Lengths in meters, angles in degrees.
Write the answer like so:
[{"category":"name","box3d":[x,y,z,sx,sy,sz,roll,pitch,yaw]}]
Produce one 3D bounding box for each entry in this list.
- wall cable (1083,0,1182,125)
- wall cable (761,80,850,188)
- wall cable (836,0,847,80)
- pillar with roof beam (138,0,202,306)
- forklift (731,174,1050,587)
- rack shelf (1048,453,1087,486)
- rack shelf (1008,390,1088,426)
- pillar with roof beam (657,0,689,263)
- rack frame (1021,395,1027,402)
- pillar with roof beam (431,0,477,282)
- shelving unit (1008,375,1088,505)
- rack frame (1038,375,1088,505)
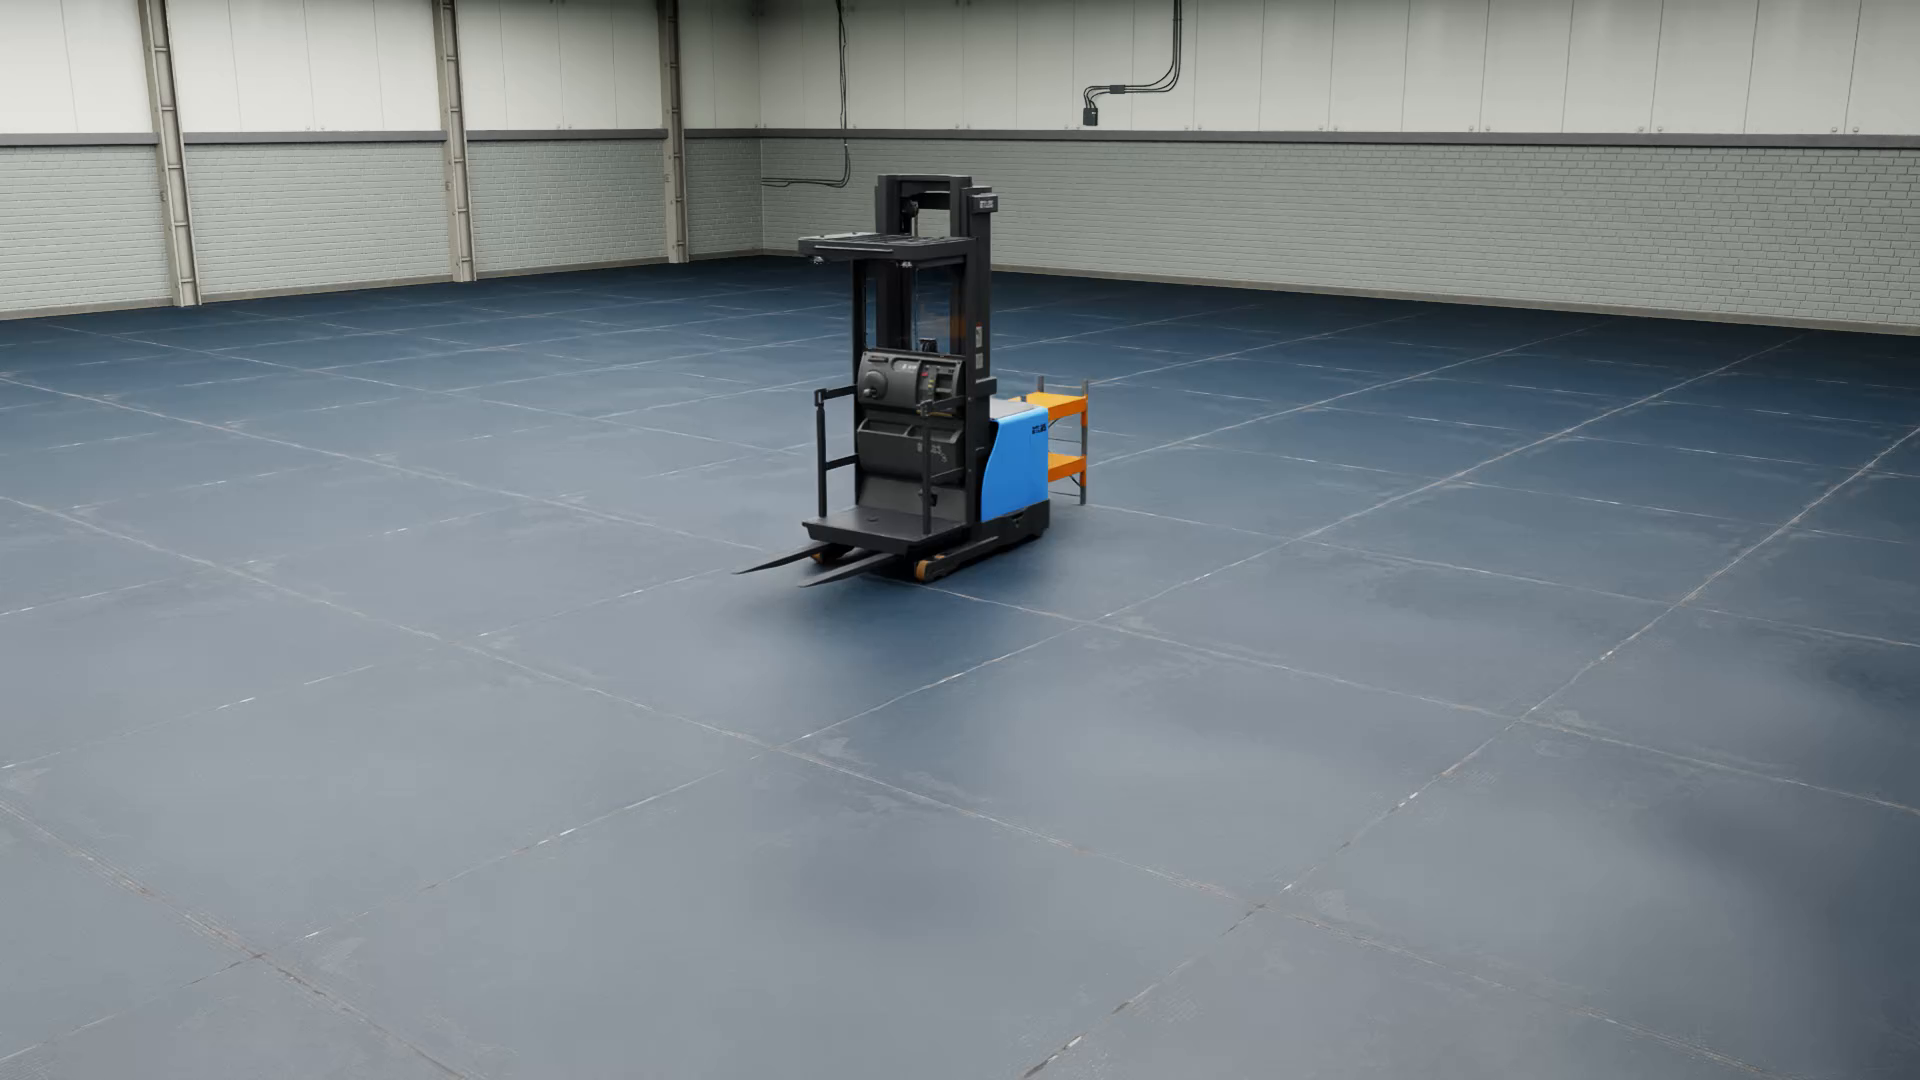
[{"category":"wall cable","box3d":[3.526,-11.537,33.854,2.305,6.003,0.169,11,18,38]},{"category":"wall cable","box3d":[-3.848,-9.856,40.450,3.097,2.526,0.112,11,18,38]},{"category":"wall cable","box3d":[-1.744,-11.885,38.180,3.097,2.526,0.112,11,18,38]},{"category":"pillar with roof beam","box3d":[-10.922,-8.037,26.983,9.100,9.000,0.400,11,18,38]},{"category":"forklift","box3d":[-0.505,-1.238,12.543,1.130,2.935,3.031,10,17,33]},{"category":"rack shelf","box3d":[0.625,-0.552,14.503,0.538,0.278,1.000,10,17,33]},{"category":"rack shelf","box3d":[0.625,-1.072,14.370,0.538,0.278,1.000,10,17,33]},{"category":"pillar with roof beam","box3d":[-3.380,-10.335,36.030,9.100,9.000,0.400,11,18,38]},{"category":"rack frame","box3d":[0.340,-0.685,14.035,0.500,1.125,0.032,10,17,33]},{"category":"pillar with roof beam","box3d":[-7.151,-9.186,31.507,9.100,9.000,0.400,11,18,38]},{"category":"shelving unit","box3d":[0.625,-0.789,14.442,0.538,1.125,1.048,10,17,33]},{"category":"rack frame","box3d":[0.911,-0.892,14.850,0.500,1.125,0.032,10,17,33]}]
